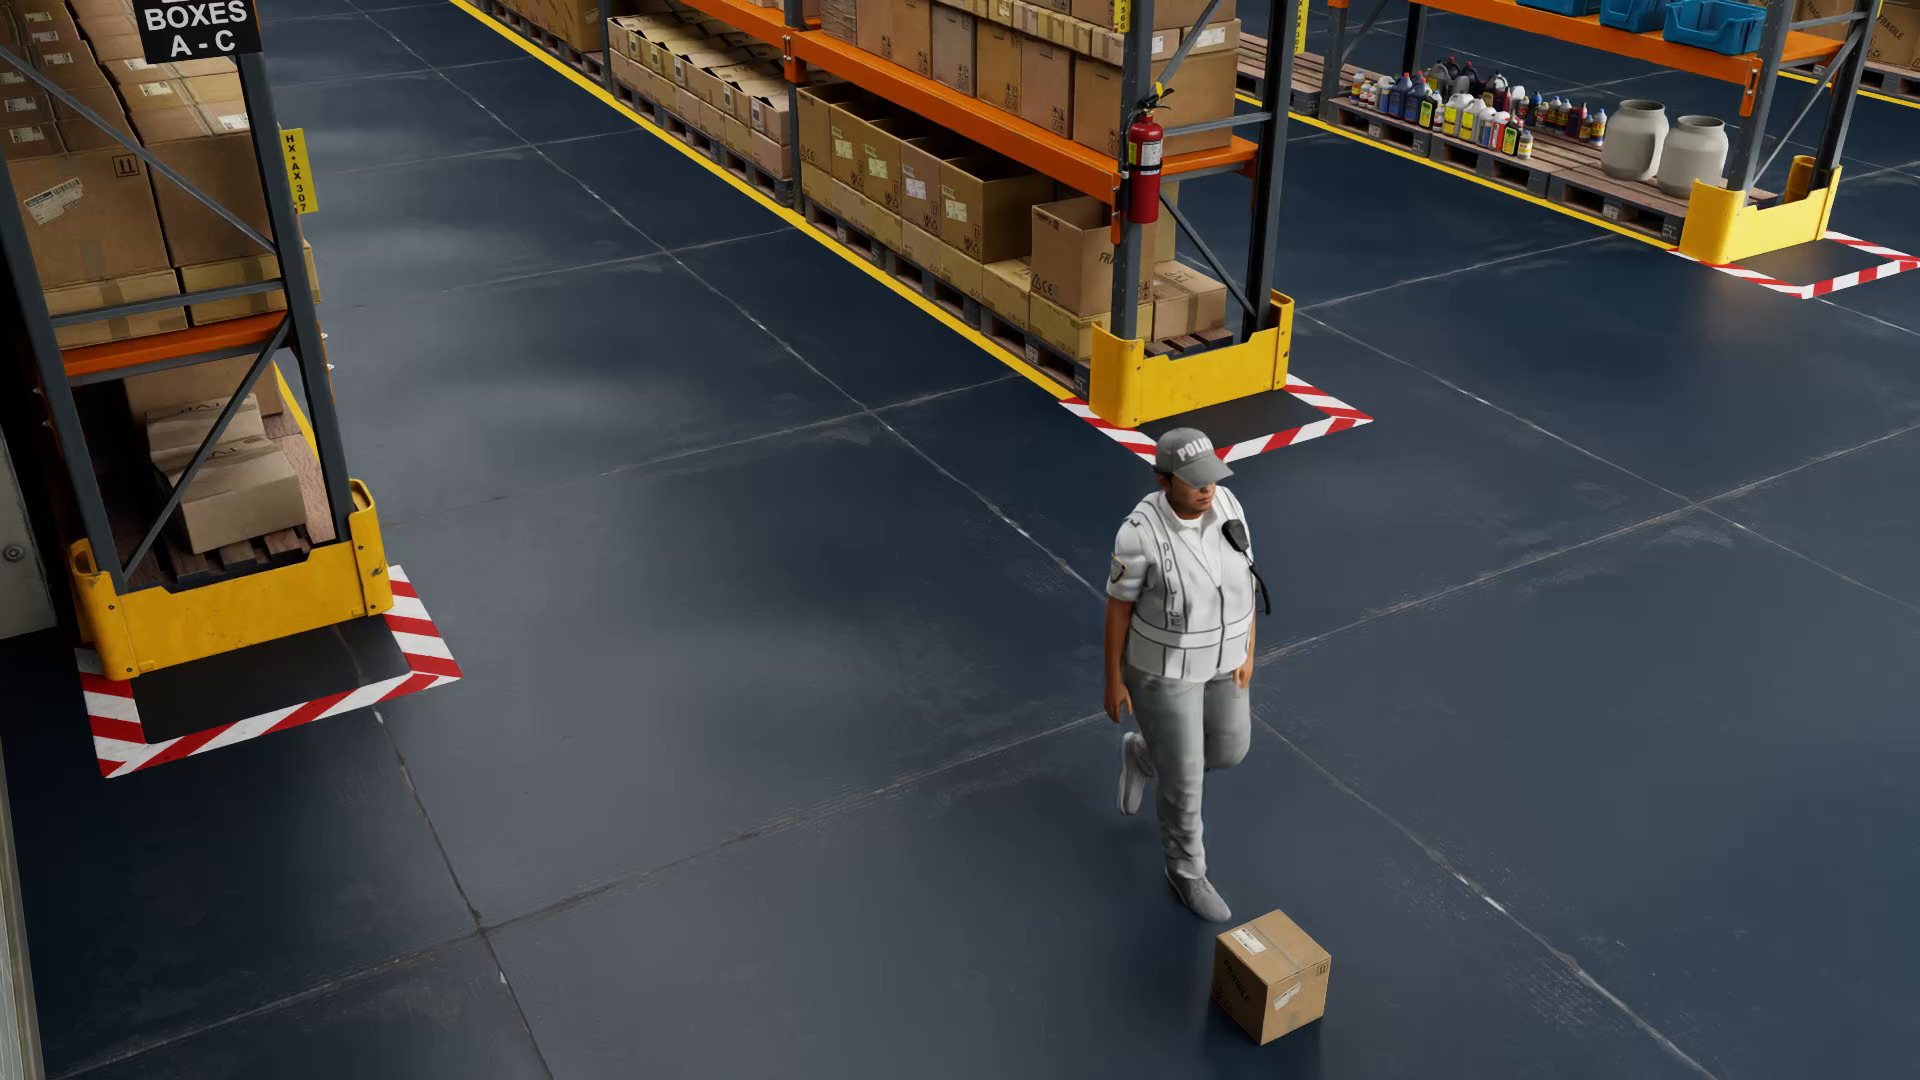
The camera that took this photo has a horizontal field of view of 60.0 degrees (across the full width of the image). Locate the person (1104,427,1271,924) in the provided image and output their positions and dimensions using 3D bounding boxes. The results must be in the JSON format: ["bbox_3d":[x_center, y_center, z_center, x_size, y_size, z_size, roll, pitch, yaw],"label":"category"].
[{"bbox_3d":[0.711,0.410,5.416,0.518,1.684,0.719,-18,34,-29],"label":"person"}]
